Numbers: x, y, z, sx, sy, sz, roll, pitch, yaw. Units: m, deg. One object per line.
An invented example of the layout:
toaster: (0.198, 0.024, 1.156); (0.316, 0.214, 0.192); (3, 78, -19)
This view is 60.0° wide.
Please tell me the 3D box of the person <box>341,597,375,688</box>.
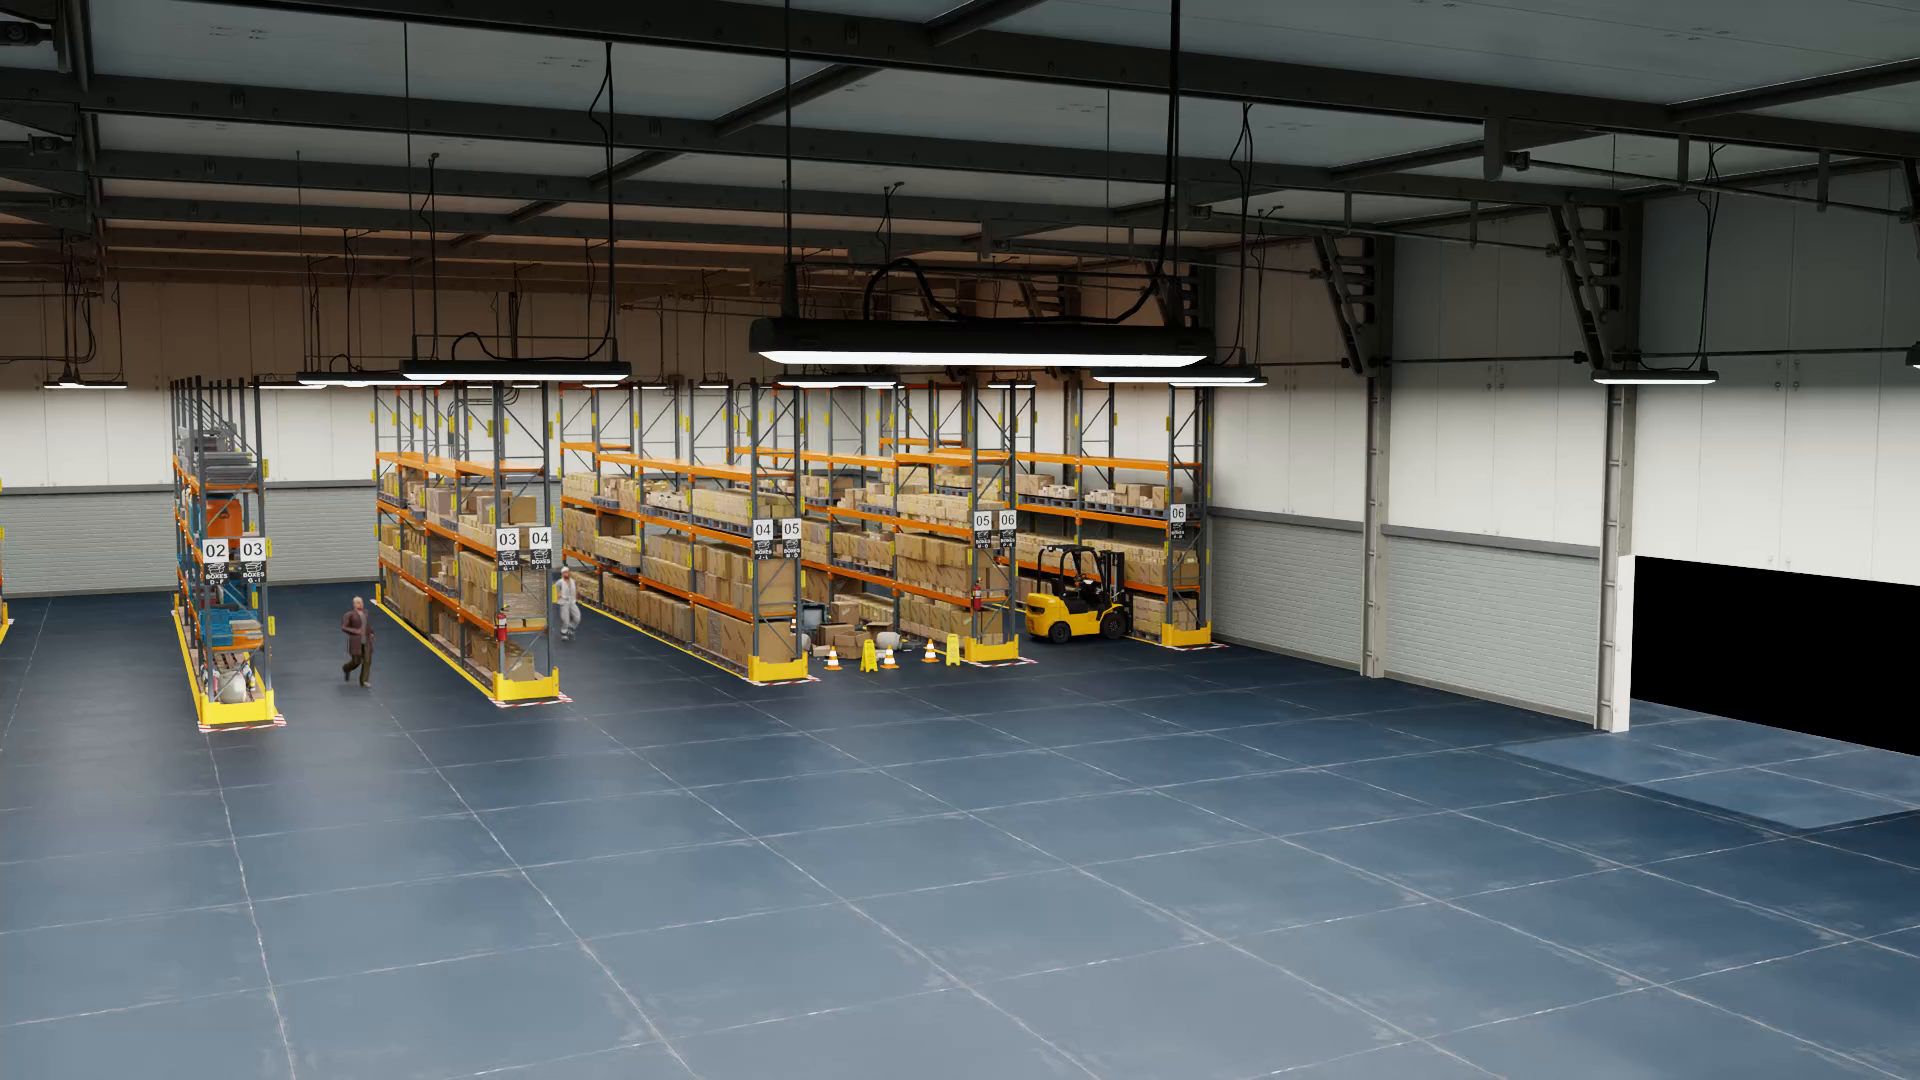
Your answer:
person: (-11.694, 1.976, 32.292); (0.835, 1.745, 0.712); (4, 6, 37)

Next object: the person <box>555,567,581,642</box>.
person: (-8.889, 1.476, 37.782); (0.628, 1.751, 0.640); (-4, 7, -40)
